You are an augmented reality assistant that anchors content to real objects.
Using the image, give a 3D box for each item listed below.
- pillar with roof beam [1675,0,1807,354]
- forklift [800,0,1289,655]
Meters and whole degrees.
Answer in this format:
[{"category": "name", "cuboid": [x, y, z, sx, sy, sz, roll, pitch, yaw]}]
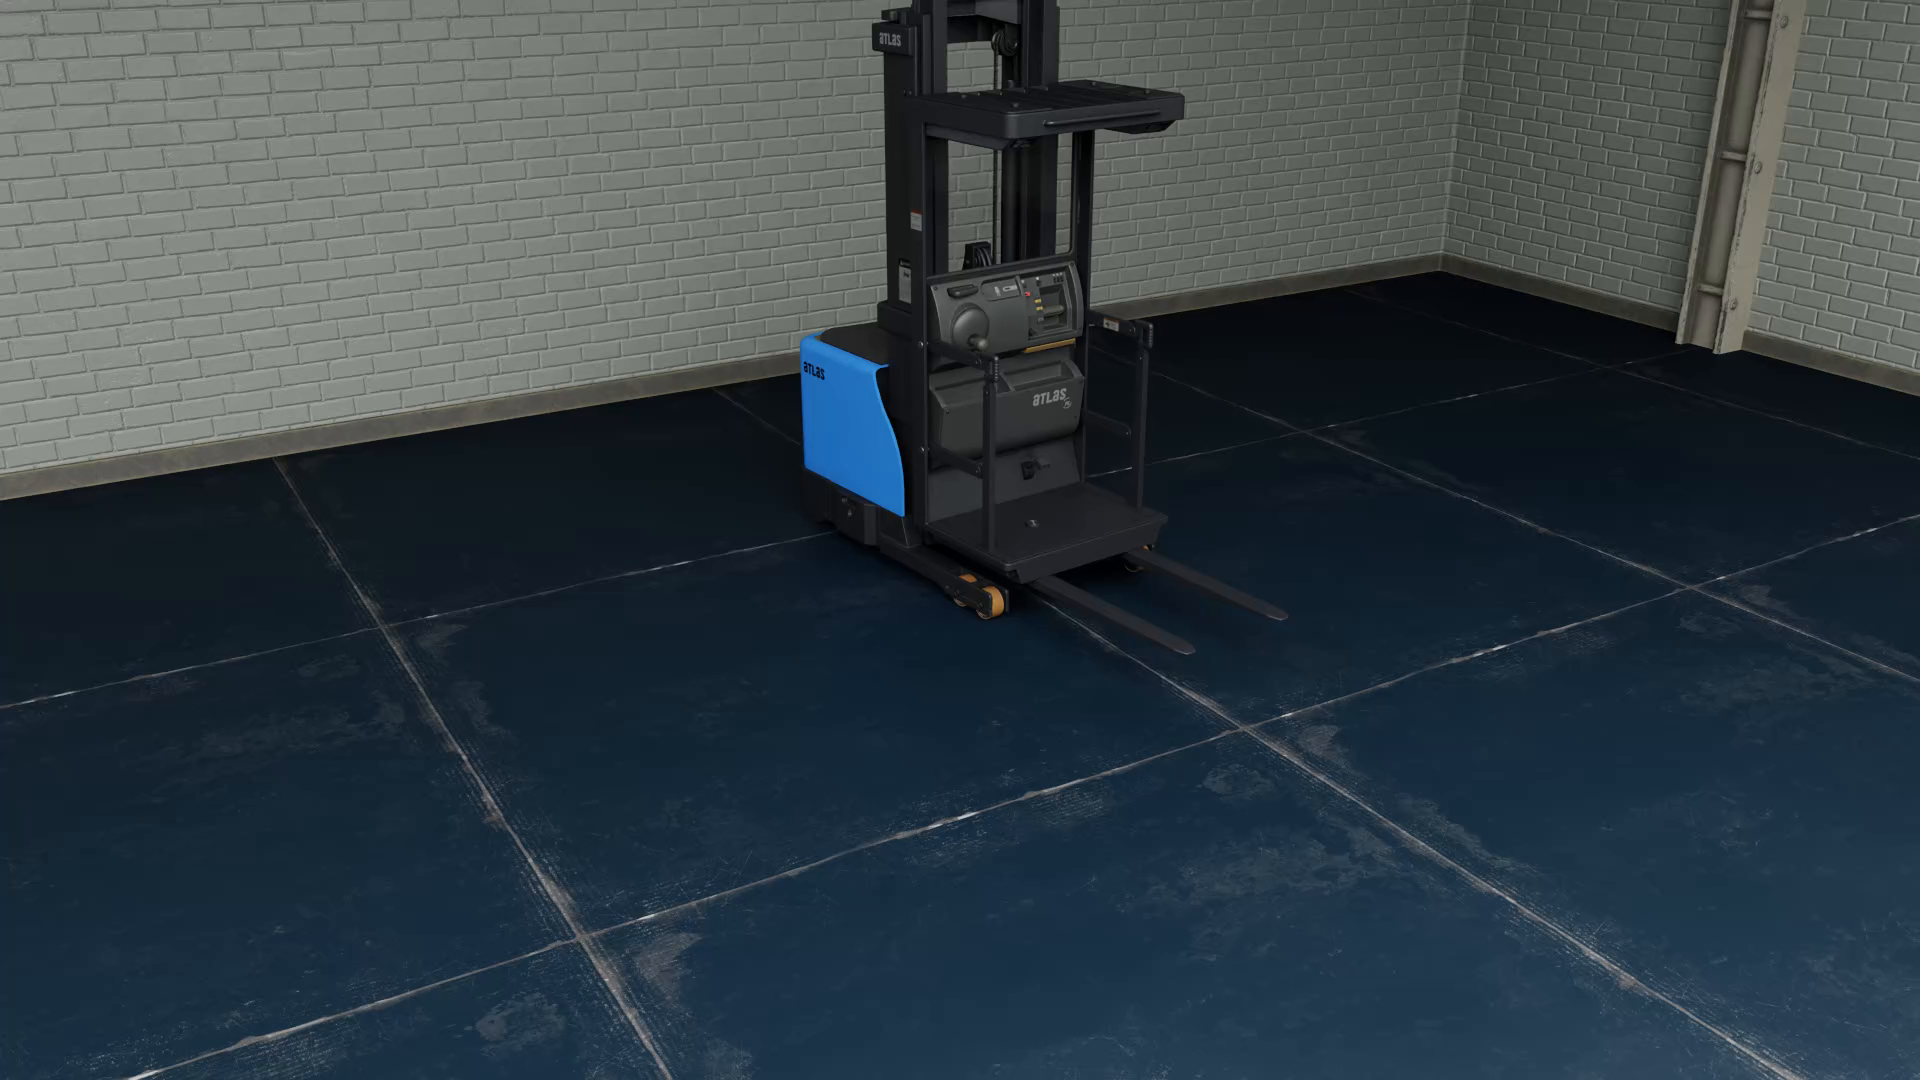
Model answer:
[{"category": "pillar with roof beam", "cuboid": [2.183, -4.867, 9.335, 9.100, 9.000, 0.400, -13, 25, -28]}, {"category": "forklift", "cuboid": [0.376, -1.169, 8.296, 1.130, 2.935, 3.031, -16, 27, -34]}]
